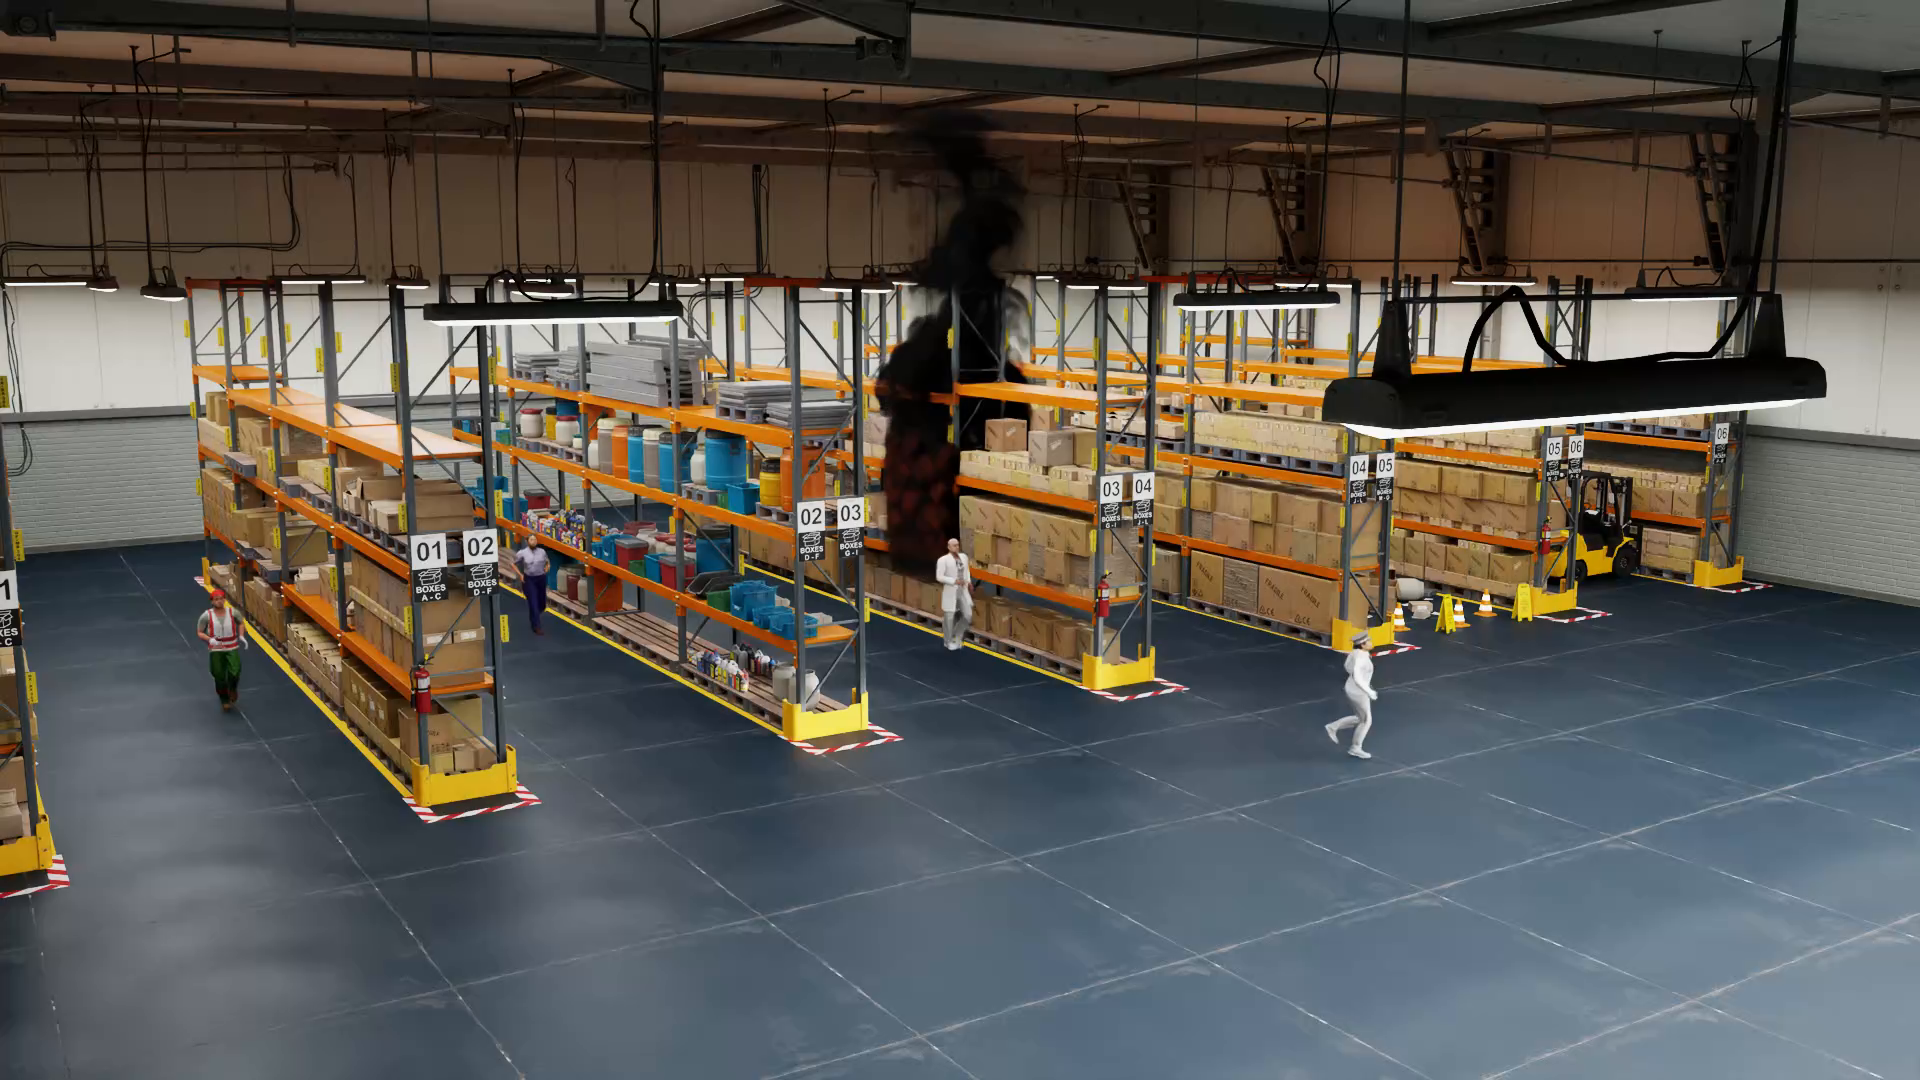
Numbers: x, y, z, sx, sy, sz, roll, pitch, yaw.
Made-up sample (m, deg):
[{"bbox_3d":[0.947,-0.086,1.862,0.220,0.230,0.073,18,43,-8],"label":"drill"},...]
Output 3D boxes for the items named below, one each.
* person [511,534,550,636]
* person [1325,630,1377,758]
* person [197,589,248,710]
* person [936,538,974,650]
[{"bbox_3d":[-6.960,0.719,27.181,0.620,1.652,0.731,-7,12,-37],"label":"person"},{"bbox_3d":[5.031,1.968,21.374,0.601,1.681,0.626,1,10,3],"label":"person"},{"bbox_3d":[-10.388,1.561,23.462,0.649,1.744,0.578,-5,11,-30],"label":"person"},{"bbox_3d":[-0.047,0.958,25.910,0.689,1.586,0.680,-5,11,-28],"label":"person"}]
